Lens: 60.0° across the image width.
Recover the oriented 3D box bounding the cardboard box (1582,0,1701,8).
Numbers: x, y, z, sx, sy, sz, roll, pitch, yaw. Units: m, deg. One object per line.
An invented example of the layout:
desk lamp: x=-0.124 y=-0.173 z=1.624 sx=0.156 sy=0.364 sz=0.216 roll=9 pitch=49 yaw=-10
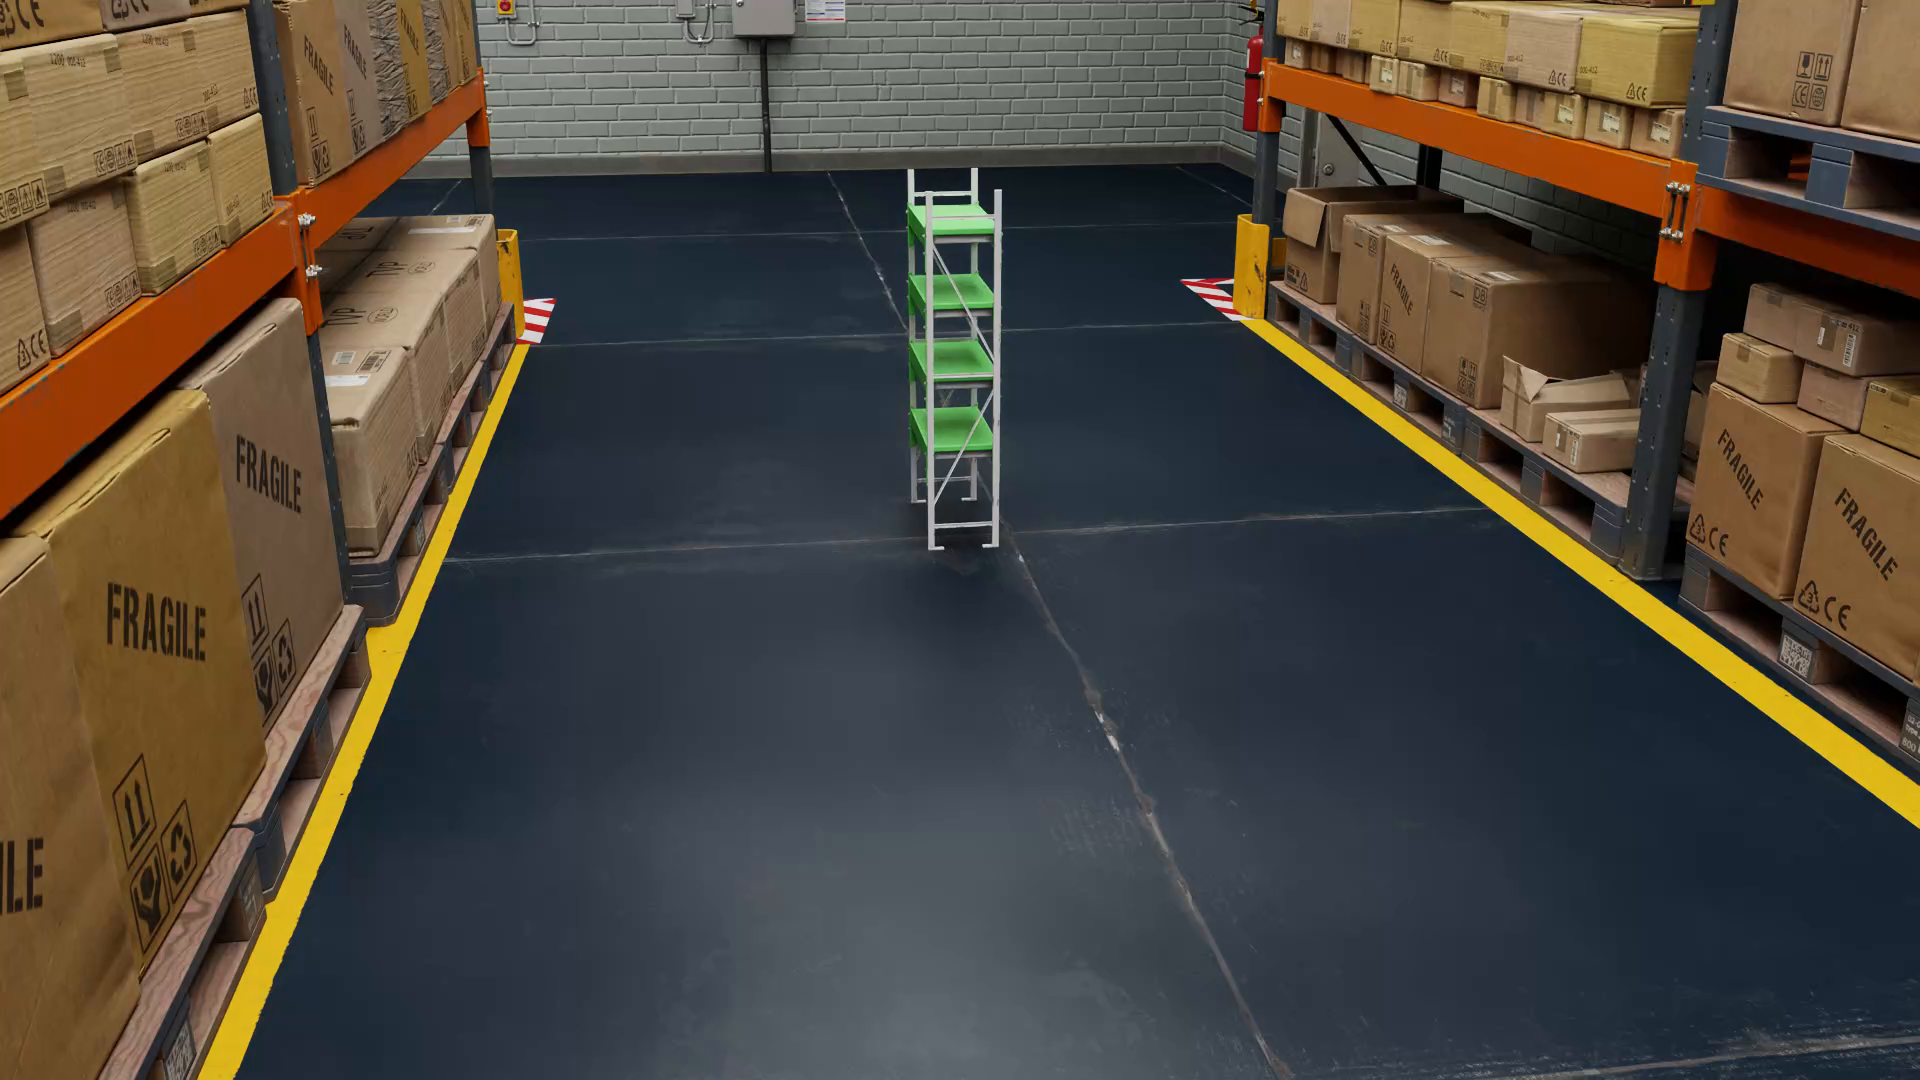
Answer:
cardboard box: x=2.705 y=-2.260 z=6.198 sx=0.500 sy=0.500 sz=0.500 roll=-3 pitch=21 yaw=-9

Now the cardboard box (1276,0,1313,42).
cardboard box: x=1.878 y=-2.594 z=8.164 sx=0.500 sy=0.250 sz=0.500 roll=-3 pitch=21 yaw=-7

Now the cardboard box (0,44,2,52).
cardboard box: x=-1.717 y=-0.899 z=2.263 sx=0.500 sy=0.500 sz=0.500 roll=-3 pitch=21 yaw=-7

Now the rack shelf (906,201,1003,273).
rack shelf: x=-0.024 y=-1.009 z=5.514 sx=0.258 sy=0.148 sz=0.480 roll=-3 pitch=21 yaw=-8

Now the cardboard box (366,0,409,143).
cardboard box: x=-2.198 y=-1.629 z=5.646 sx=0.500 sy=0.500 sz=0.500 roll=-3 pitch=21 yaw=-7

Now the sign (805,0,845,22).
sign: x=-1.109 y=-4.503 z=13.620 sx=0.329 sy=0.494 sz=0.001 roll=-3 pitch=21 yaw=-8

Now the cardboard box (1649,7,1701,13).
cardboard box: x=2.773 y=-1.738 z=5.872 sx=0.500 sy=0.250 sz=0.500 roll=-3 pitch=21 yaw=-8

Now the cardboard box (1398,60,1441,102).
cardboard box: x=2.050 y=-1.912 z=6.906 sx=0.380 sy=0.149 sz=0.250 roll=-2 pitch=21 yaw=-7

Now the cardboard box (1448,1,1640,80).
cardboard box: x=2.196 y=-1.890 z=6.278 sx=0.500 sy=0.250 sz=0.500 roll=-3 pitch=21 yaw=-8

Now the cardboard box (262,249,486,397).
cardboard box: x=-2.497 y=-0.901 z=6.902 sx=0.875 sy=0.438 sz=0.875 roll=-2 pitch=21 yaw=-6

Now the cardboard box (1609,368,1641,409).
cardboard box: x=2.732 y=-0.563 z=6.410 sx=0.380 sy=0.149 sz=0.250 roll=-3 pitch=21 yaw=-8

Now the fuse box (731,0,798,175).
fuse box: x=-1.568 y=-3.847 z=13.571 sx=0.539 sy=1.711 sz=0.414 roll=-3 pitch=21 yaw=-8

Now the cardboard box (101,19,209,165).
cardboard box: x=-1.872 y=-0.910 z=3.365 sx=0.500 sy=0.250 sz=0.500 roll=-2 pitch=21 yaw=-6

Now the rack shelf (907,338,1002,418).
rack shelf: x=-0.024 y=-0.560 z=5.682 sx=0.258 sy=0.148 sz=0.480 roll=-3 pitch=21 yaw=-8

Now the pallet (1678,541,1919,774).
pallet: x=2.811 y=0.275 z=4.677 sx=1.003 sy=0.211 sz=1.213 roll=-3 pitch=21 yaw=-8

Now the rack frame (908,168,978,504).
rack frame: x=-0.059 y=-0.704 z=5.886 sx=0.240 sy=1.200 sz=0.015 roll=-3 pitch=21 yaw=-8

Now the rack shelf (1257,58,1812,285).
rack shelf: x=2.368 y=-1.666 z=6.918 sx=1.077 sy=0.370 sz=4.000 roll=-3 pitch=21 yaw=-8

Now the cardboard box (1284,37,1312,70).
cardboard box: x=1.855 y=-2.450 z=8.349 sx=0.380 sy=0.149 sz=0.250 roll=-3 pitch=21 yaw=-8

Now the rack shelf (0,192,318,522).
rack shelf: x=-1.967 y=-0.030 z=2.536 sx=1.077 sy=0.370 sz=4.000 roll=-3 pitch=21 yaw=-8

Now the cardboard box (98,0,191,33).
cardboard box: x=-1.860 y=-1.254 z=3.213 sx=0.500 sy=0.500 sz=0.500 roll=-3 pitch=21 yaw=-7

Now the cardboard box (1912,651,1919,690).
cardboard box: x=2.657 y=0.199 z=3.868 sx=0.500 sy=0.500 sz=0.500 roll=-4 pitch=21 yaw=-9

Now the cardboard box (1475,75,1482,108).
cardboard box: x=2.238 y=-1.743 z=6.454 sx=0.380 sy=0.149 sz=0.250 roll=-3 pitch=21 yaw=-7

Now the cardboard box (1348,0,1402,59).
cardboard box: x=2.028 y=-2.244 z=7.227 sx=0.500 sy=0.250 sz=0.500 roll=-3 pitch=21 yaw=-9

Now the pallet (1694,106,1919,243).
pallet: x=2.663 y=-0.939 z=4.216 sx=1.003 sy=0.211 sz=1.213 roll=-3 pitch=21 yaw=-8

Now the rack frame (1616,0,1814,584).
rack frame: x=2.656 y=-1.311 z=4.938 sx=1.000 sy=3.000 sz=0.127 roll=-3 pitch=21 yaw=-8

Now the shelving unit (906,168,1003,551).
shelving unit: x=-0.024 y=-0.619 z=5.660 sx=0.258 sy=1.200 sz=0.503 roll=-3 pitch=21 yaw=-8

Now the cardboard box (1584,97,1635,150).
cardboard box: x=2.301 y=-1.380 z=5.482 sx=0.380 sy=0.149 sz=0.250 roll=-2 pitch=21 yaw=-6

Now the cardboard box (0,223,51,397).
cardboard box: x=-1.736 y=-0.316 z=2.488 sx=0.500 sy=0.250 sz=0.500 roll=-3 pitch=21 yaw=-8

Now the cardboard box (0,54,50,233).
cardboard box: x=-1.700 y=-0.554 z=2.413 sx=0.500 sy=0.250 sz=0.500 roll=-3 pitch=21 yaw=-7

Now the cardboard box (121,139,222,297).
cardboard box: x=-1.869 y=-0.670 z=3.437 sx=0.500 sy=0.250 sz=0.500 roll=-3 pitch=21 yaw=-9

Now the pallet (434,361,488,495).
pallet: x=-2.467 y=-0.443 z=6.601 sx=1.003 sy=0.211 sz=1.213 roll=-3 pitch=21 yaw=-8

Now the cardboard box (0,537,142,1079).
cardboard box: x=-1.820 y=0.572 z=2.334 sx=0.875 sy=0.875 sz=0.875 roll=-3 pitch=21 yaw=-7

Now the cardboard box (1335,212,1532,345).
cardboard box: x=2.159 y=-1.207 z=7.633 sx=0.700 sy=0.500 sz=0.500 roll=-2 pitch=21 yaw=-6

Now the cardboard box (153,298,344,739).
cardboard box: x=-2.087 y=-0.050 z=3.999 sx=0.875 sy=0.875 sz=0.875 roll=-2 pitch=21 yaw=-6

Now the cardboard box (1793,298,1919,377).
cardboard box: x=2.529 y=-0.554 z=4.534 sx=0.380 sy=0.149 sz=0.250 roll=-4 pitch=21 yaw=-10

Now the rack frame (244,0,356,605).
rack frame: x=-2.255 y=-1.059 z=4.265 sx=1.000 sy=3.000 sz=0.127 roll=-3 pitch=21 yaw=-8

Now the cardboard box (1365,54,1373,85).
cardboard box: x=2.030 y=-2.093 z=7.392 sx=0.380 sy=0.149 sz=0.250 roll=-3 pitch=21 yaw=-7

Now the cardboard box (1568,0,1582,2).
cardboard box: x=2.623 y=-2.088 z=6.807 sx=0.500 sy=0.250 sz=0.500 roll=-3 pitch=21 yaw=-8

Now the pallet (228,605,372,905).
pallet: x=-2.069 y=0.511 z=4.047 sx=1.003 sy=0.211 sz=1.213 roll=-3 pitch=21 yaw=-8

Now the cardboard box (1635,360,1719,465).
cardboard box: x=2.795 y=-0.489 z=5.980 sx=0.500 sy=0.311 sz=0.500 roll=-2 pitch=21 yaw=-6
